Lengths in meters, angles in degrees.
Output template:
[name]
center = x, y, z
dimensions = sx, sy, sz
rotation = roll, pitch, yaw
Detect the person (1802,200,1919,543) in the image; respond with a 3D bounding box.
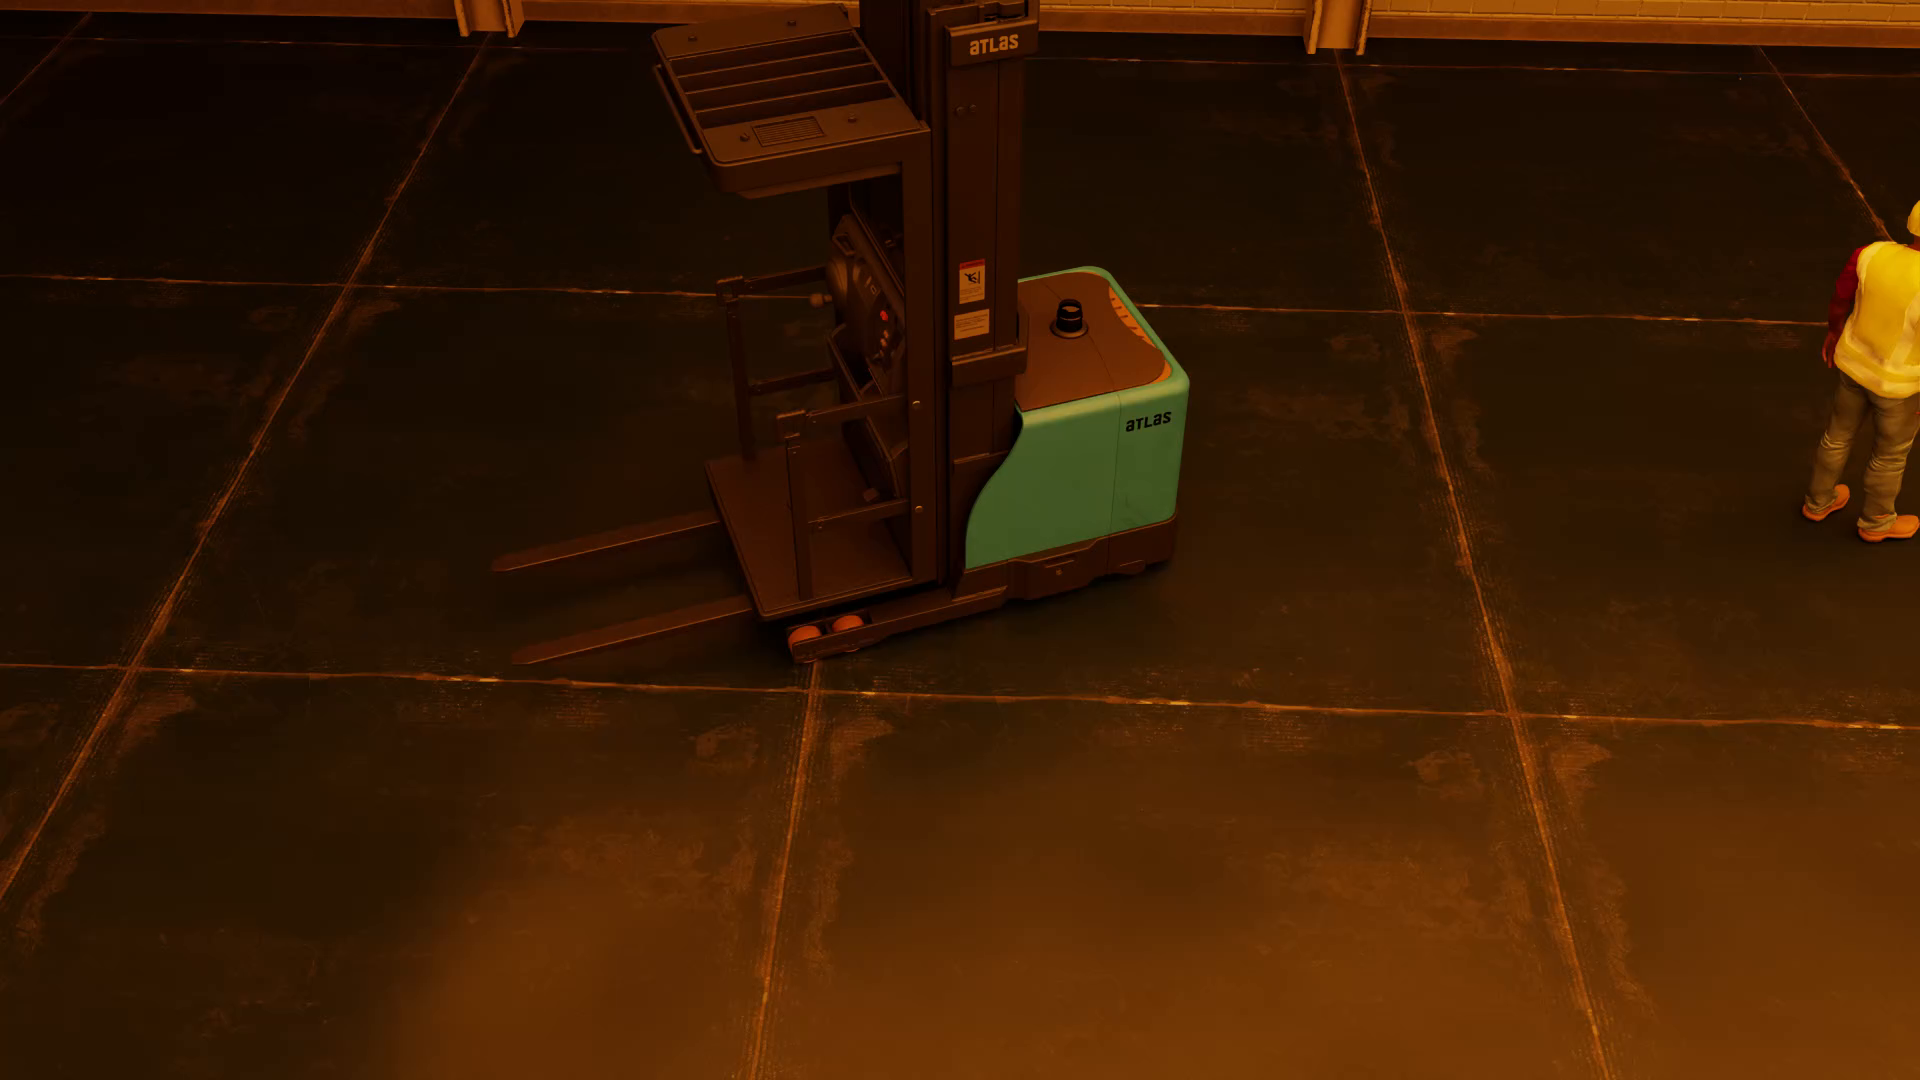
[person]
center = 4.202, -0.790, 7.461
dimensions = 0.574, 1.769, 0.665
rotation = -19, 46, -20

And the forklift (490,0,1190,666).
[forklift]
center = -0.573, -0.945, 6.778
dimensions = 3.031, 2.935, 1.130
rotation = -13, 44, -14
